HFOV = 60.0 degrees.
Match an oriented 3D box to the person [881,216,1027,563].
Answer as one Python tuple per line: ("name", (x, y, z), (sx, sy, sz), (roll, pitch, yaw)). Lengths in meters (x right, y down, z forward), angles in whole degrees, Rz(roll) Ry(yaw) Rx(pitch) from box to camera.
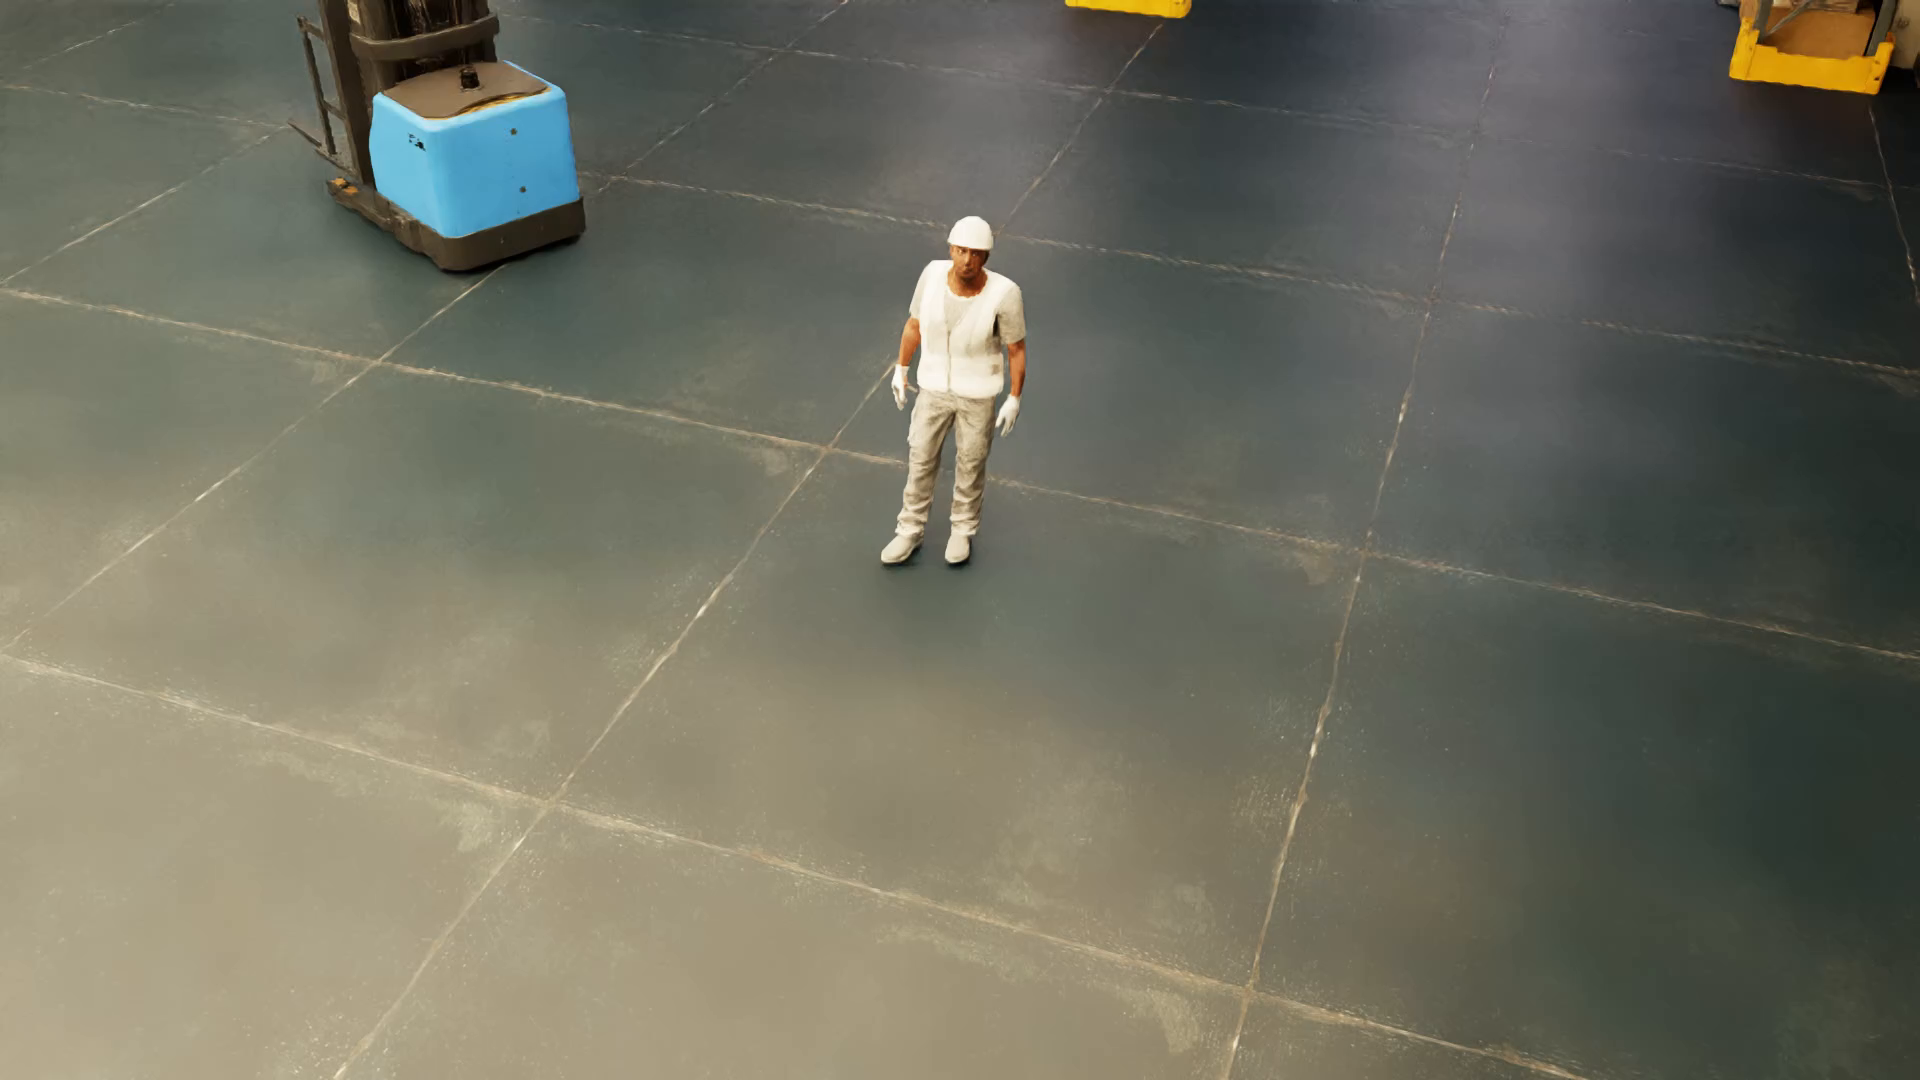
("person", (-0.034, -0.690, 8.065), (0.655, 1.782, 0.558), (12, 37, 16))

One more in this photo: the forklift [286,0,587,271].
("forklift", (1.604, -9.688, 19.775), (23.089, 2.935, 10.963), (-27, 44, -33))
